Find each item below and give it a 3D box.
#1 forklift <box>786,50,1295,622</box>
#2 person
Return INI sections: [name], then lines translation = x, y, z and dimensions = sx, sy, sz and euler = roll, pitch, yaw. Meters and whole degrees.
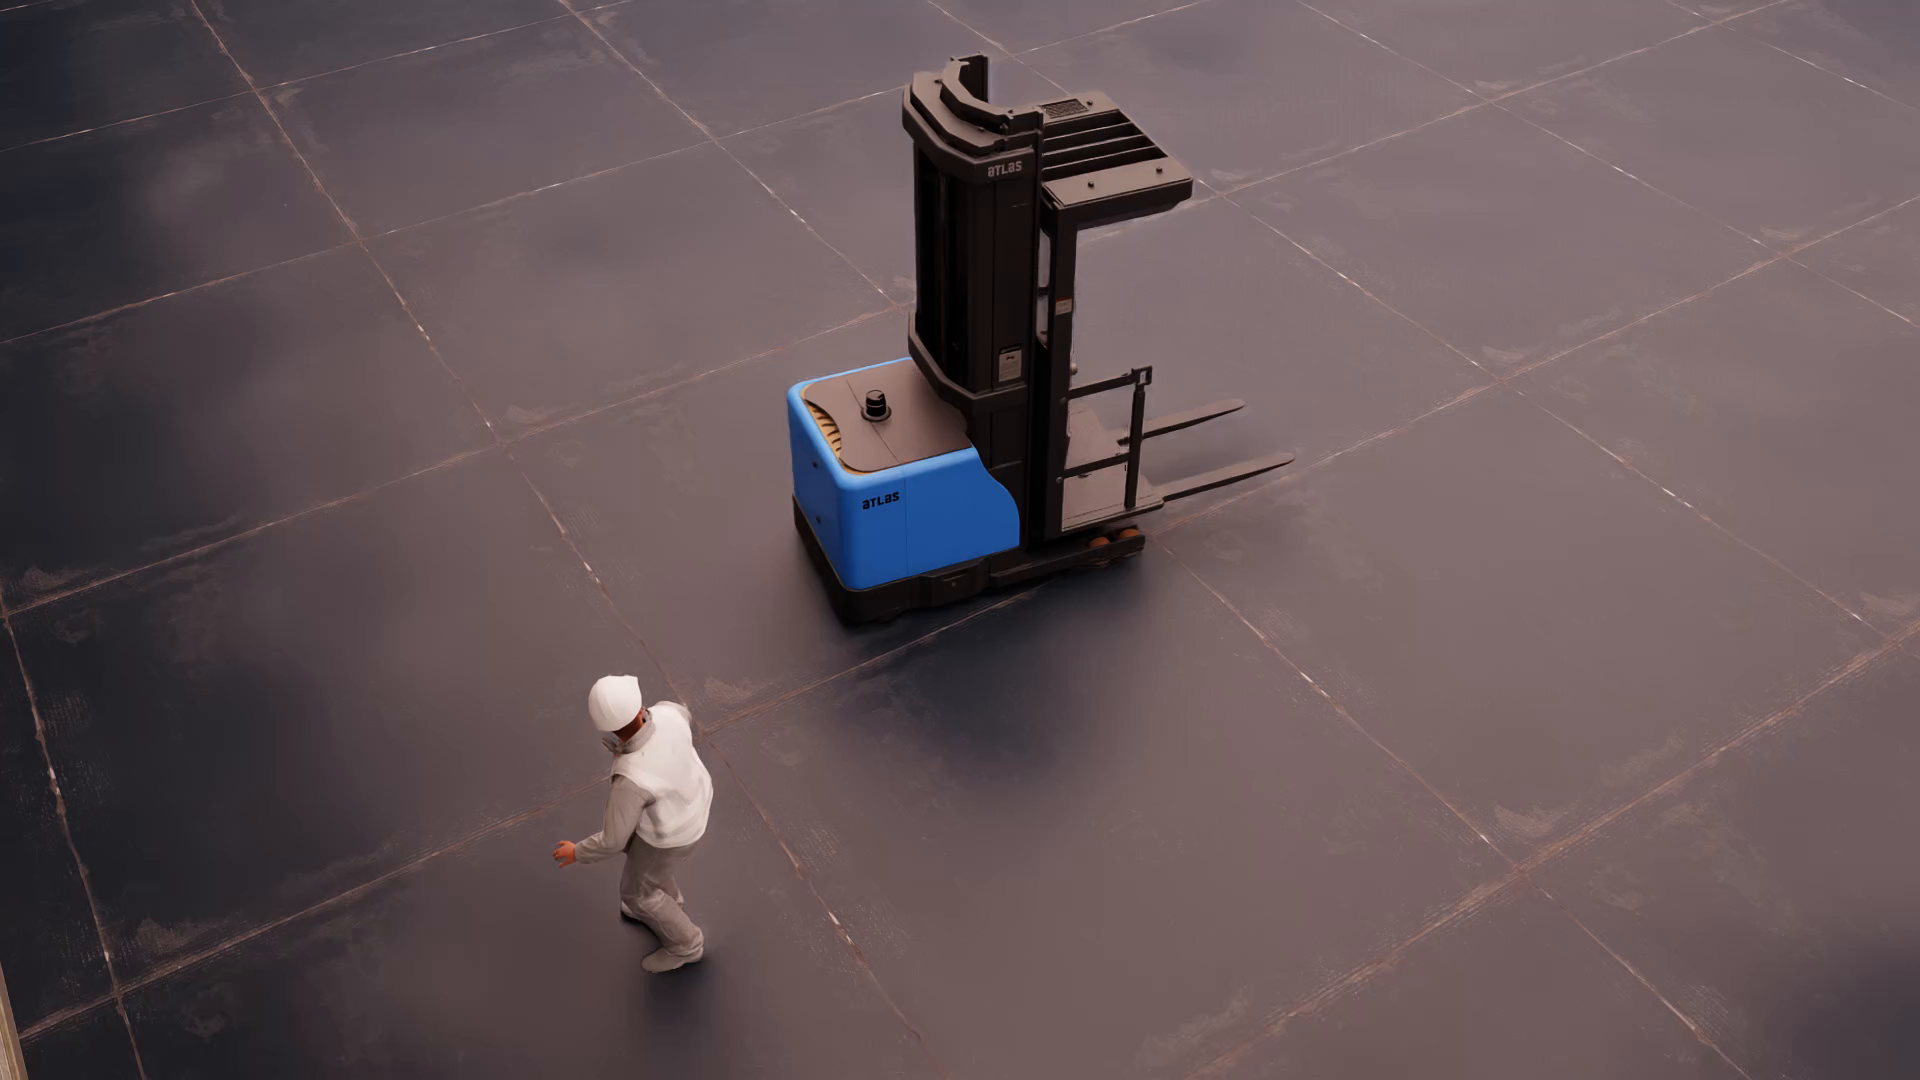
[forklift]
translation = 0.562, -1.262, 9.315
dimensions = 3.031, 2.935, 1.130
euler = -15, 43, -17
[person]
translation = -1.437, 1.245, 7.420
dimensions = 0.635, 1.716, 0.762
euler = 4, 41, 5
